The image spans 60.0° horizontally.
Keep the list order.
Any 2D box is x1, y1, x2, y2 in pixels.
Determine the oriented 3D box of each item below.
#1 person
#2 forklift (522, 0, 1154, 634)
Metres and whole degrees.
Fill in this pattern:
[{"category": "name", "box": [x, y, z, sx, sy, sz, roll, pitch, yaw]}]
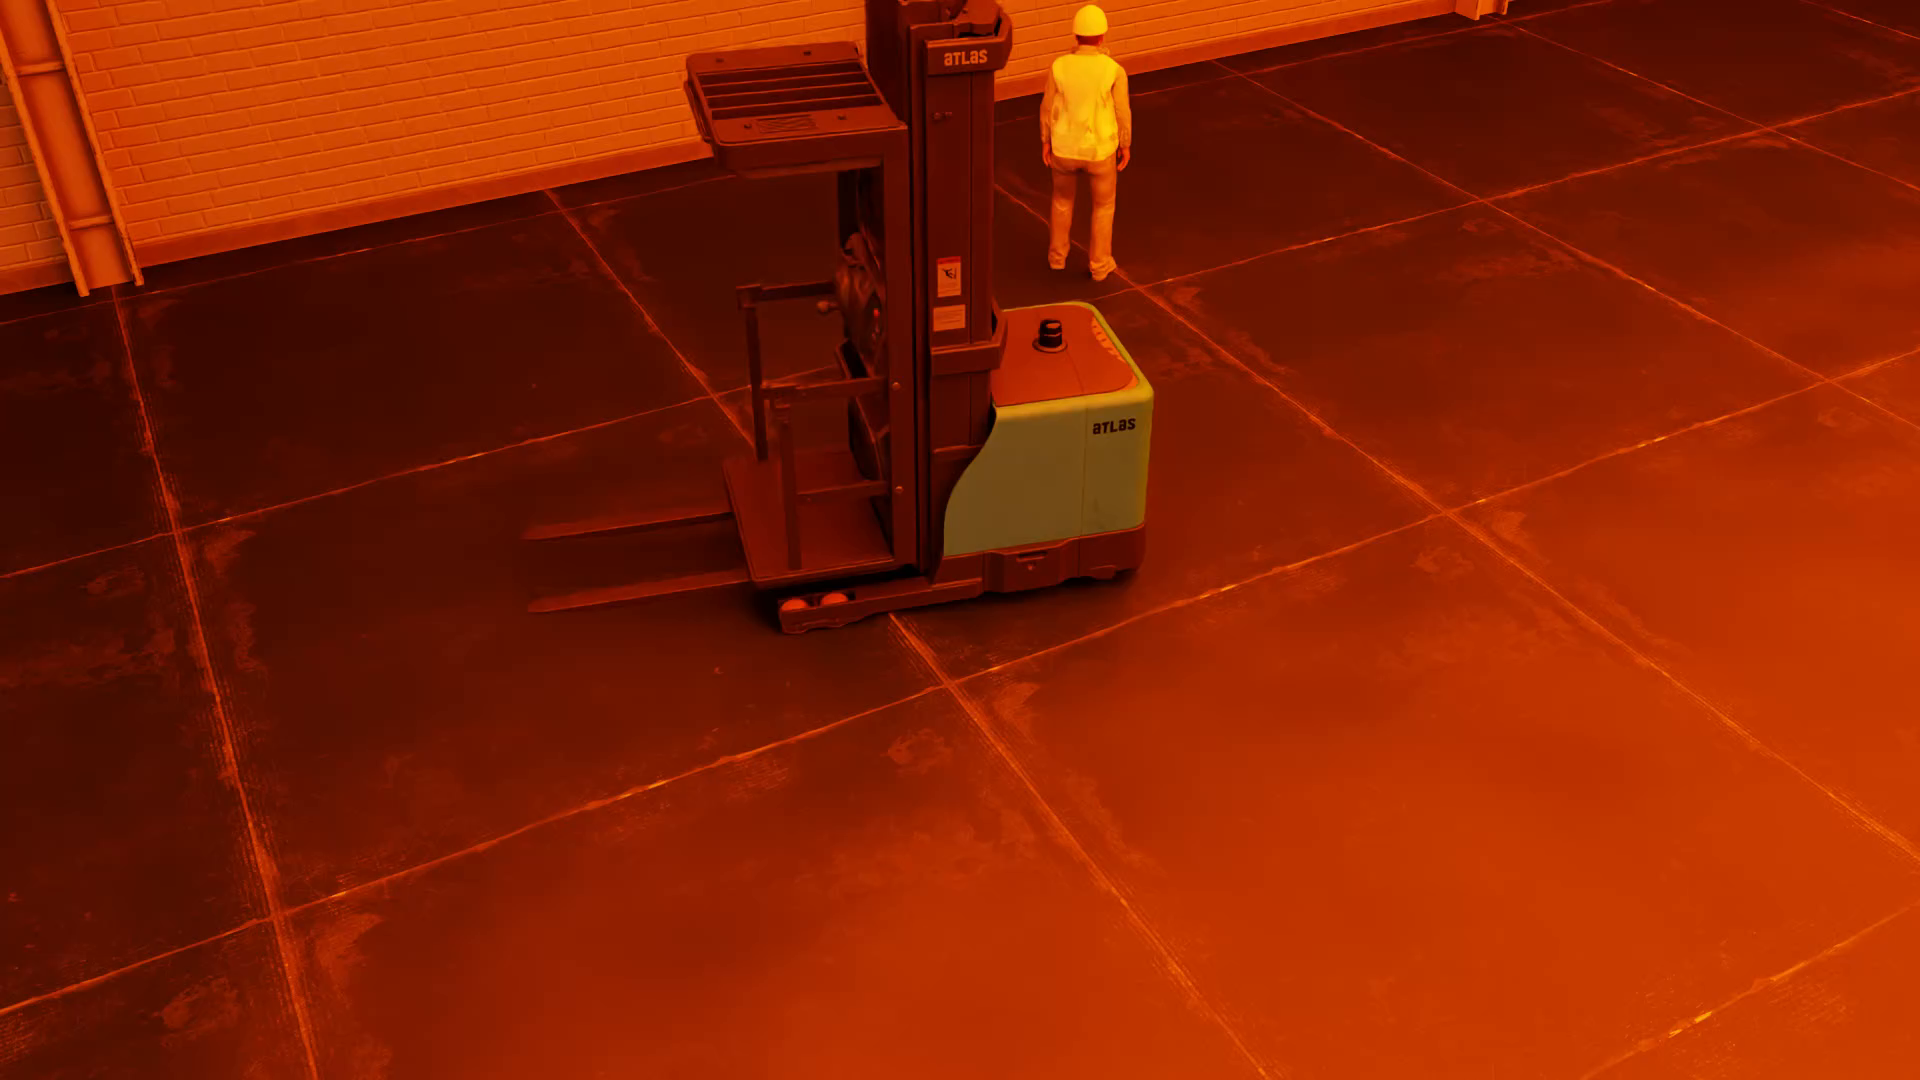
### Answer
[{"category": "person", "box": [0.811, -2.550, 10.749, 0.592, 1.780, 0.457, 9, 36, 13]}, {"category": "forklift", "box": [-0.644, -1.082, 7.654, 3.031, 2.935, 1.130, -9, 36, -12]}]
